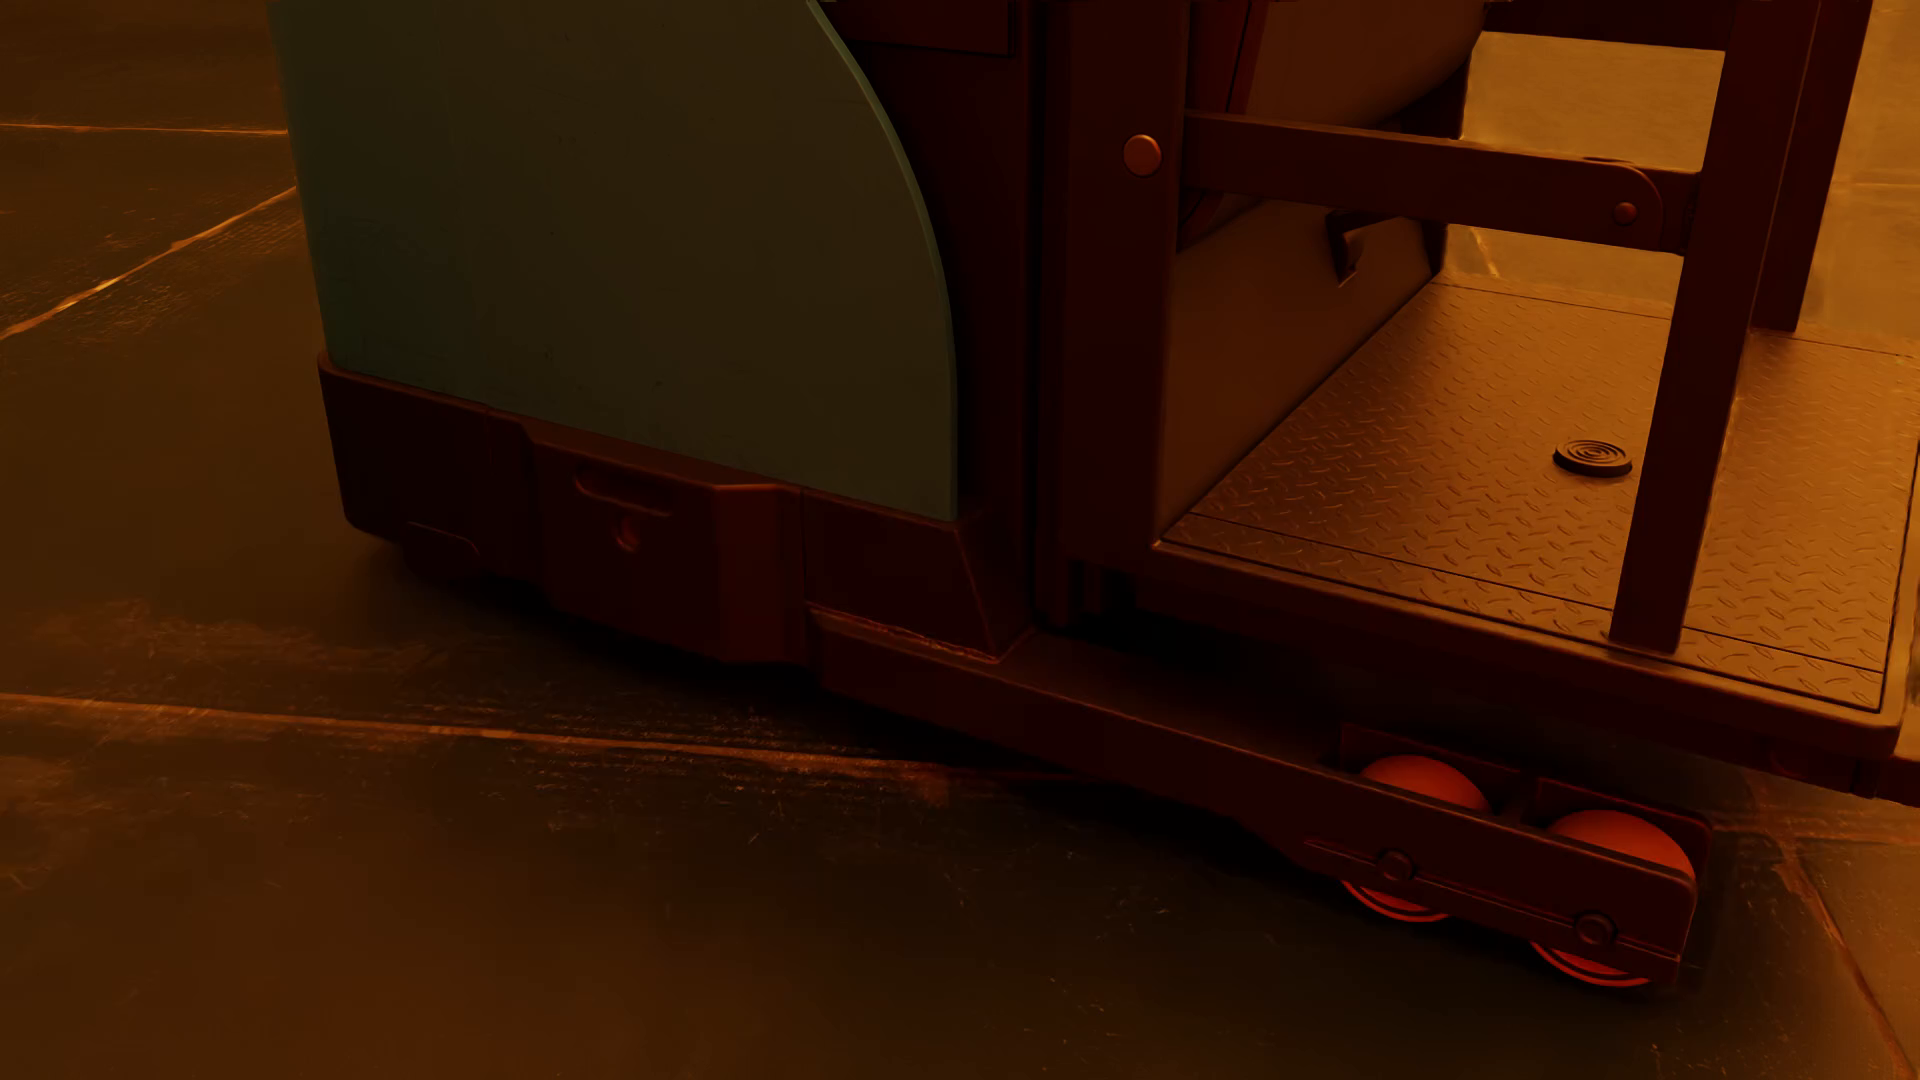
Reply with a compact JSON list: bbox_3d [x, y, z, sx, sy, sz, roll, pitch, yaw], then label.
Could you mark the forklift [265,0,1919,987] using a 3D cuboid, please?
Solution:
[{"bbox_3d":[0.637,-1.148,1.518,3.031,2.935,1.130,14,30,26],"label":"forklift"}]
